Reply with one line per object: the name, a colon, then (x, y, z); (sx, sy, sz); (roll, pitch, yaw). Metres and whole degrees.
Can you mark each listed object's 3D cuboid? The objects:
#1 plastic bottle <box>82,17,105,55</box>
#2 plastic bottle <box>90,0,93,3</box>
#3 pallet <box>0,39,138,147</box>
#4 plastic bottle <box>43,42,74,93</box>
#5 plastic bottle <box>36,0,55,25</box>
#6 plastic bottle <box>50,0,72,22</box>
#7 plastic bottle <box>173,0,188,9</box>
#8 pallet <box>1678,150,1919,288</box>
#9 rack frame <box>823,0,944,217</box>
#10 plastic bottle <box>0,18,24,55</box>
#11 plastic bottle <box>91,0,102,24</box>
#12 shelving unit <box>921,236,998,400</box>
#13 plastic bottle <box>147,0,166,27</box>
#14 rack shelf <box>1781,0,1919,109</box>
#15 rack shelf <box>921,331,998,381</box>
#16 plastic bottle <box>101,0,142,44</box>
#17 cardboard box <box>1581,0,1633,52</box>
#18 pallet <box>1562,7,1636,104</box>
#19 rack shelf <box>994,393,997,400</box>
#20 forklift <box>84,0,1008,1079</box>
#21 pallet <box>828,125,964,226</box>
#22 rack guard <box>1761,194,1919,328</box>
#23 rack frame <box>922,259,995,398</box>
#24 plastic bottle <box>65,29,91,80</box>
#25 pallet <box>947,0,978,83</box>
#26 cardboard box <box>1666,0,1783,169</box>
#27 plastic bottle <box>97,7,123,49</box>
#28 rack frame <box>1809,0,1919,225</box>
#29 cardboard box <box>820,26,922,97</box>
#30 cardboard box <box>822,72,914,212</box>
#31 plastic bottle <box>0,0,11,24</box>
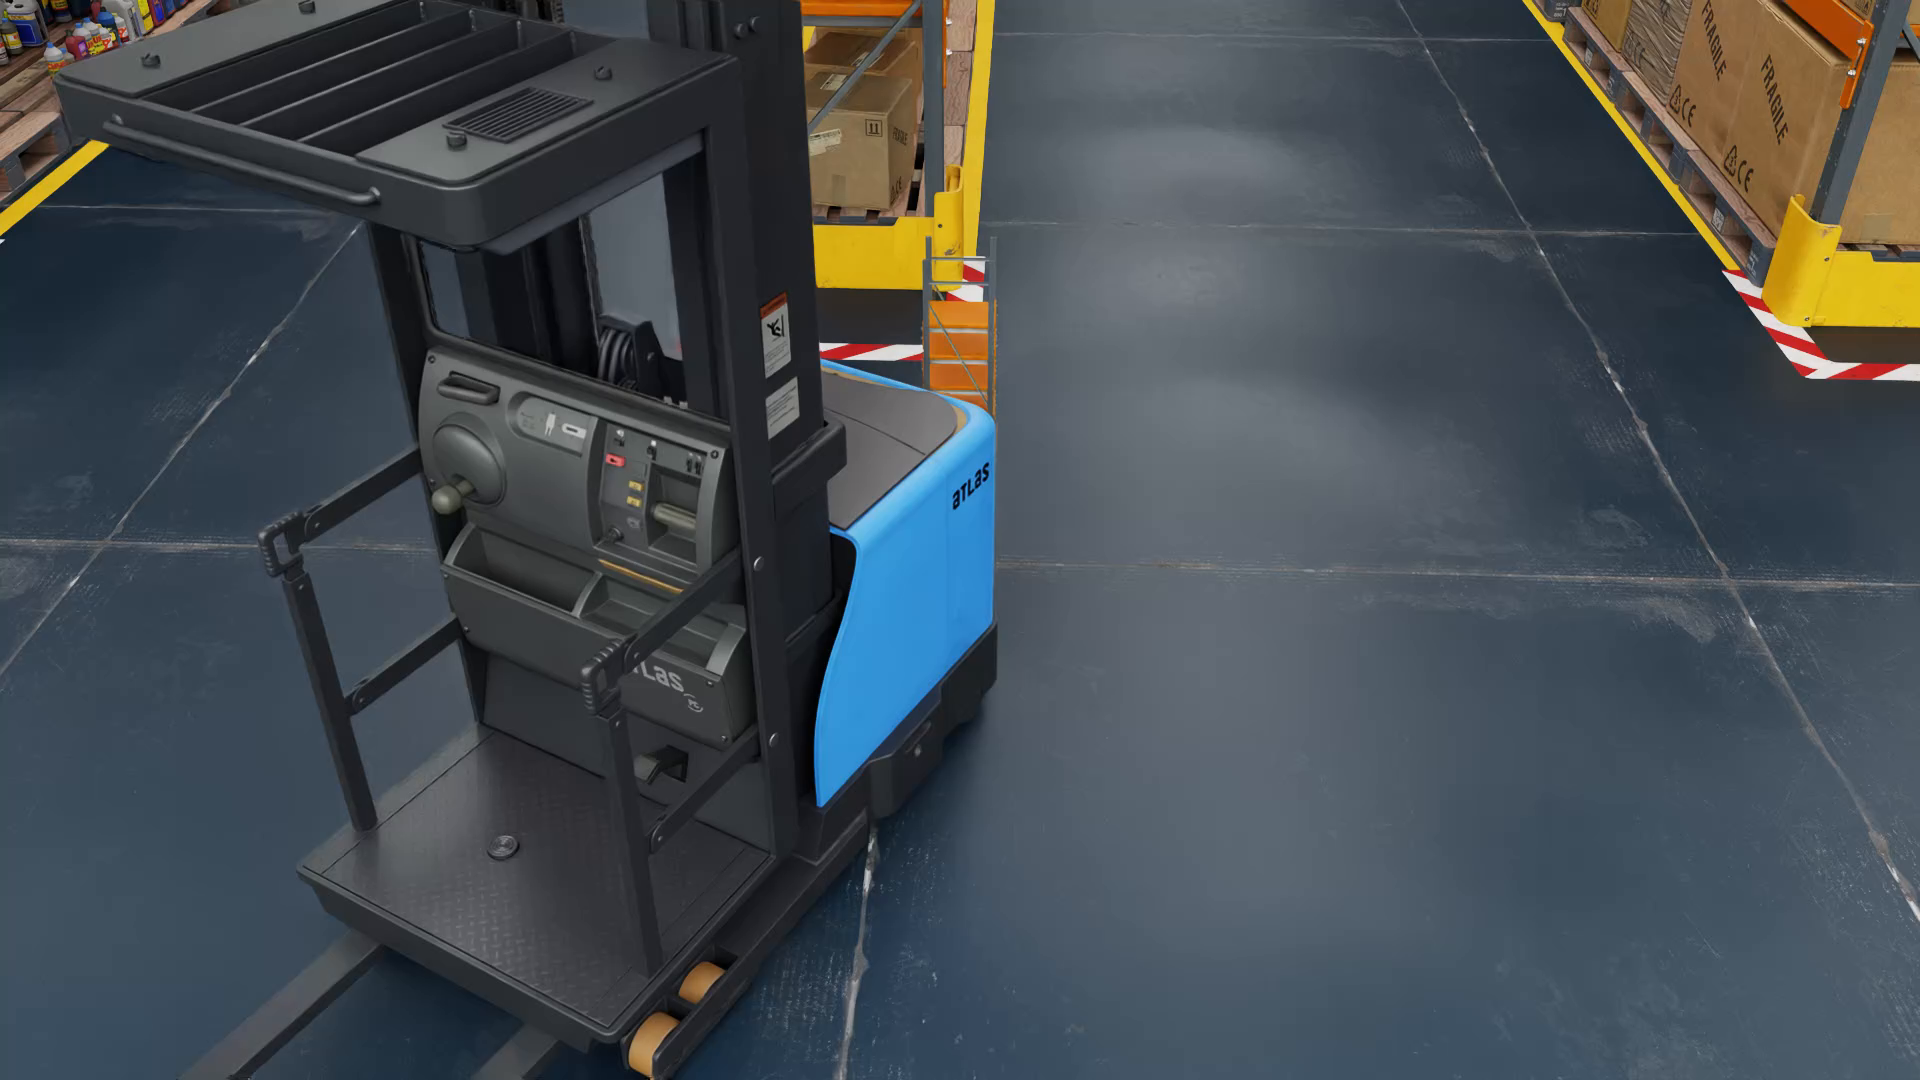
plastic bottle: (-5.122, -2.949, 9.827); (0.097, 0.271, 0.097); (0, 35, 0)
plastic bottle: (-5.694, -3.602, 10.746); (0.061, 0.283, 0.133); (1, 35, 2)
pallet: (-5.478, -2.666, 9.860); (1.003, 0.211, 1.213); (1, 35, 2)
plastic bottle: (-5.140, -2.694, 9.465); (0.097, 0.271, 0.097); (0, 35, 0)
plastic bottle: (-5.818, -3.428, 10.440); (0.144, 0.351, 0.185); (0, 35, 0)
plastic bottle: (-5.696, -3.418, 10.495); (0.097, 0.271, 0.097); (0, 35, 0)
plastic bottle: (-5.101, -3.614, 10.705); (0.144, 0.351, 0.185); (0, 35, 1)
pallet: (4.331, -1.629, 8.385); (1.003, 0.211, 1.213); (1, 35, 2)
rack frame: (-0.575, -2.482, 7.173); (1.000, 3.000, 0.127); (1, 35, 2)
plastic bottle: (-5.720, -3.038, 10.015); (0.097, 0.201, 0.097); (0, 35, 0)
plastic bottle: (-5.239, -3.199, 10.173); (0.061, 0.283, 0.133); (1, 35, 2)
shelving unit: (-0.001, -0.483, 5.893); (0.258, 1.200, 0.189); (1, 35, 2)
plastic bottle: (-5.074, -3.382, 10.433); (0.061, 0.283, 0.133); (4, 35, 5)
rack shelf: (4.457, -3.164, 8.769); (1.077, 0.370, 4.000); (1, 35, 2)
rack shelf: (-0.001, -0.643, 5.781); (0.258, 0.103, 0.180); (1, 35, 2)
plastic bottle: (-5.133, -3.194, 10.172); (0.152, 0.276, 0.135); (2, 35, 3)
cardboard box: (4.442, -3.550, 10.175); (0.875, 0.875, 0.875); (2, 35, 3)
pallet: (4.429, -3.031, 10.380); (1.003, 0.211, 1.213); (1, 35, 2)
rack shelf: (-0.001, -0.446, 5.919); (0.258, 0.103, 0.180); (1, 35, 2)
forklift: (-1.024, -0.152, 3.917); (1.130, 2.935, 3.031); (19, 39, 24)
pallet: (-0.504, -1.851, 8.700); (1.003, 0.211, 1.213); (1, 35, 2)
rack guard: (4.376, -1.273, 7.626); (1.175, 0.500, 0.348); (1, 35, 2)
rack frame: (-0.004, -0.430, 5.818); (0.240, 1.200, 0.006); (1, 35, 2)
plastic bottle: (-5.113, -2.829, 9.646); (0.061, 0.283, 0.133); (2, 35, 3)
pallet: (-0.406, -3.252, 10.694); (1.003, 0.211, 1.213); (1, 35, 2)
cardboard box: (4.371, -2.508, 8.693); (0.875, 0.875, 0.875); (1, 35, 1)
plastic bottle: (-5.114, -3.065, 9.993); (0.097, 0.271, 0.097); (0, 35, 0)
rack frame: (4.377, -2.309, 6.927); (1.000, 3.000, 0.127); (1, 35, 2)
cardboard box: (-0.500, -2.693, 9.282); (0.500, 0.500, 0.500); (4, 35, 6)
cardboard box: (-0.533, -1.989, 8.281); (0.500, 0.500, 0.500); (8, 36, 11)
plastic bottle: (-5.835, -3.184, 10.093); (0.144, 0.351, 0.185); (1, 35, 2)
